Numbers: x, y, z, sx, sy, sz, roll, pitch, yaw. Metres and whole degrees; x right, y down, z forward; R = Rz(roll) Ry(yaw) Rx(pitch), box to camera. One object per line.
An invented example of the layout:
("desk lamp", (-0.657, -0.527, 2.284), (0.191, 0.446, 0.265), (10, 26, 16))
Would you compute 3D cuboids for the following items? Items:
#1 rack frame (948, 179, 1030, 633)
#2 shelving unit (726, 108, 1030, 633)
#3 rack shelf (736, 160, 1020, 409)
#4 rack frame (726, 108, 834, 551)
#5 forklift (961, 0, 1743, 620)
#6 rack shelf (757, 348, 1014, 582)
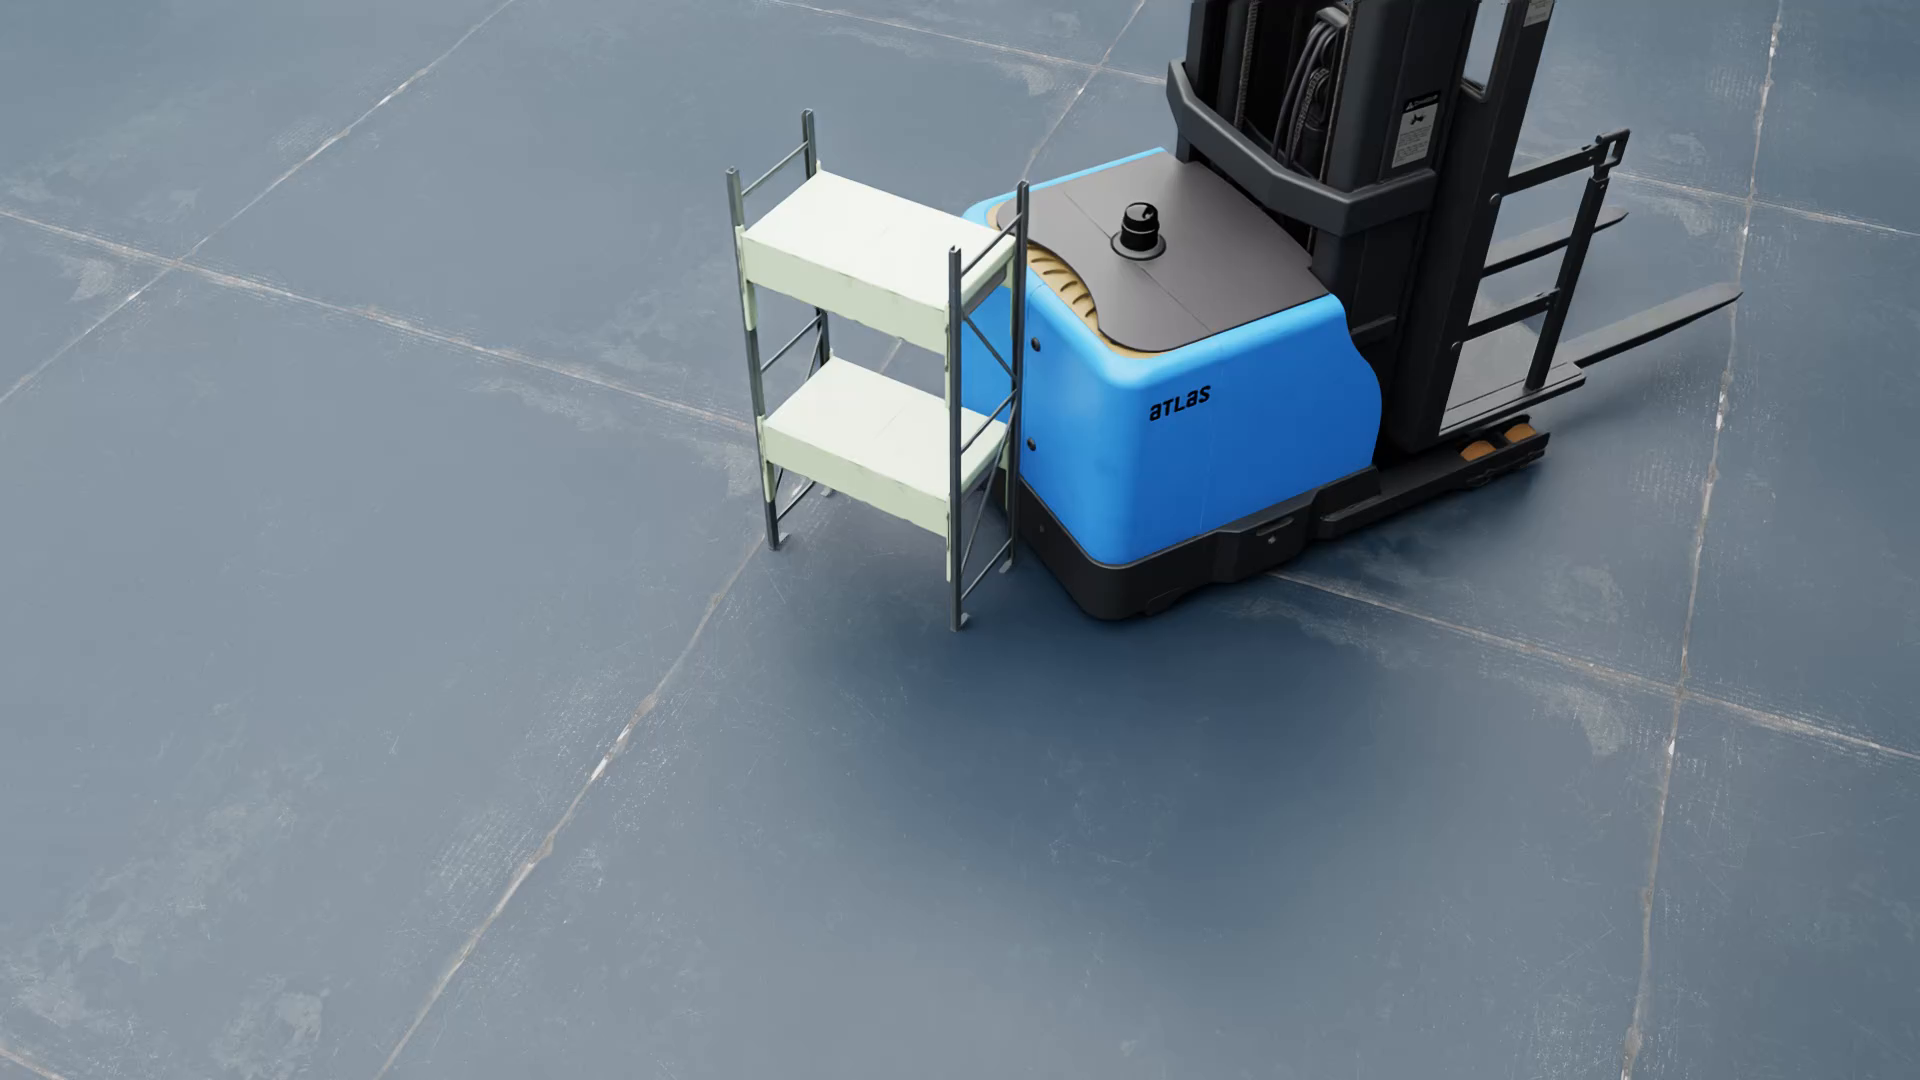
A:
("rack frame", (0.081, -0.350, 5.038), (0.023, 1.500, 0.400), (23, 49, 22))
("shelving unit", (-0.232, -0.484, 5.173), (0.755, 1.500, 0.431), (23, 49, 22))
("rack shelf", (-0.232, -0.761, 4.898), (0.720, 0.370, 0.431), (23, 49, 22))
("rack frame", (-0.544, -0.618, 5.308), (0.023, 1.500, 0.400), (23, 49, 22))
("forklift", (1.527, -1.536, 5.216), (3.031, 2.935, 1.130), (-21, 49, -20))
("rack shelf", (-0.232, -0.253, 5.403), (0.720, 0.370, 0.431), (23, 49, 22))
